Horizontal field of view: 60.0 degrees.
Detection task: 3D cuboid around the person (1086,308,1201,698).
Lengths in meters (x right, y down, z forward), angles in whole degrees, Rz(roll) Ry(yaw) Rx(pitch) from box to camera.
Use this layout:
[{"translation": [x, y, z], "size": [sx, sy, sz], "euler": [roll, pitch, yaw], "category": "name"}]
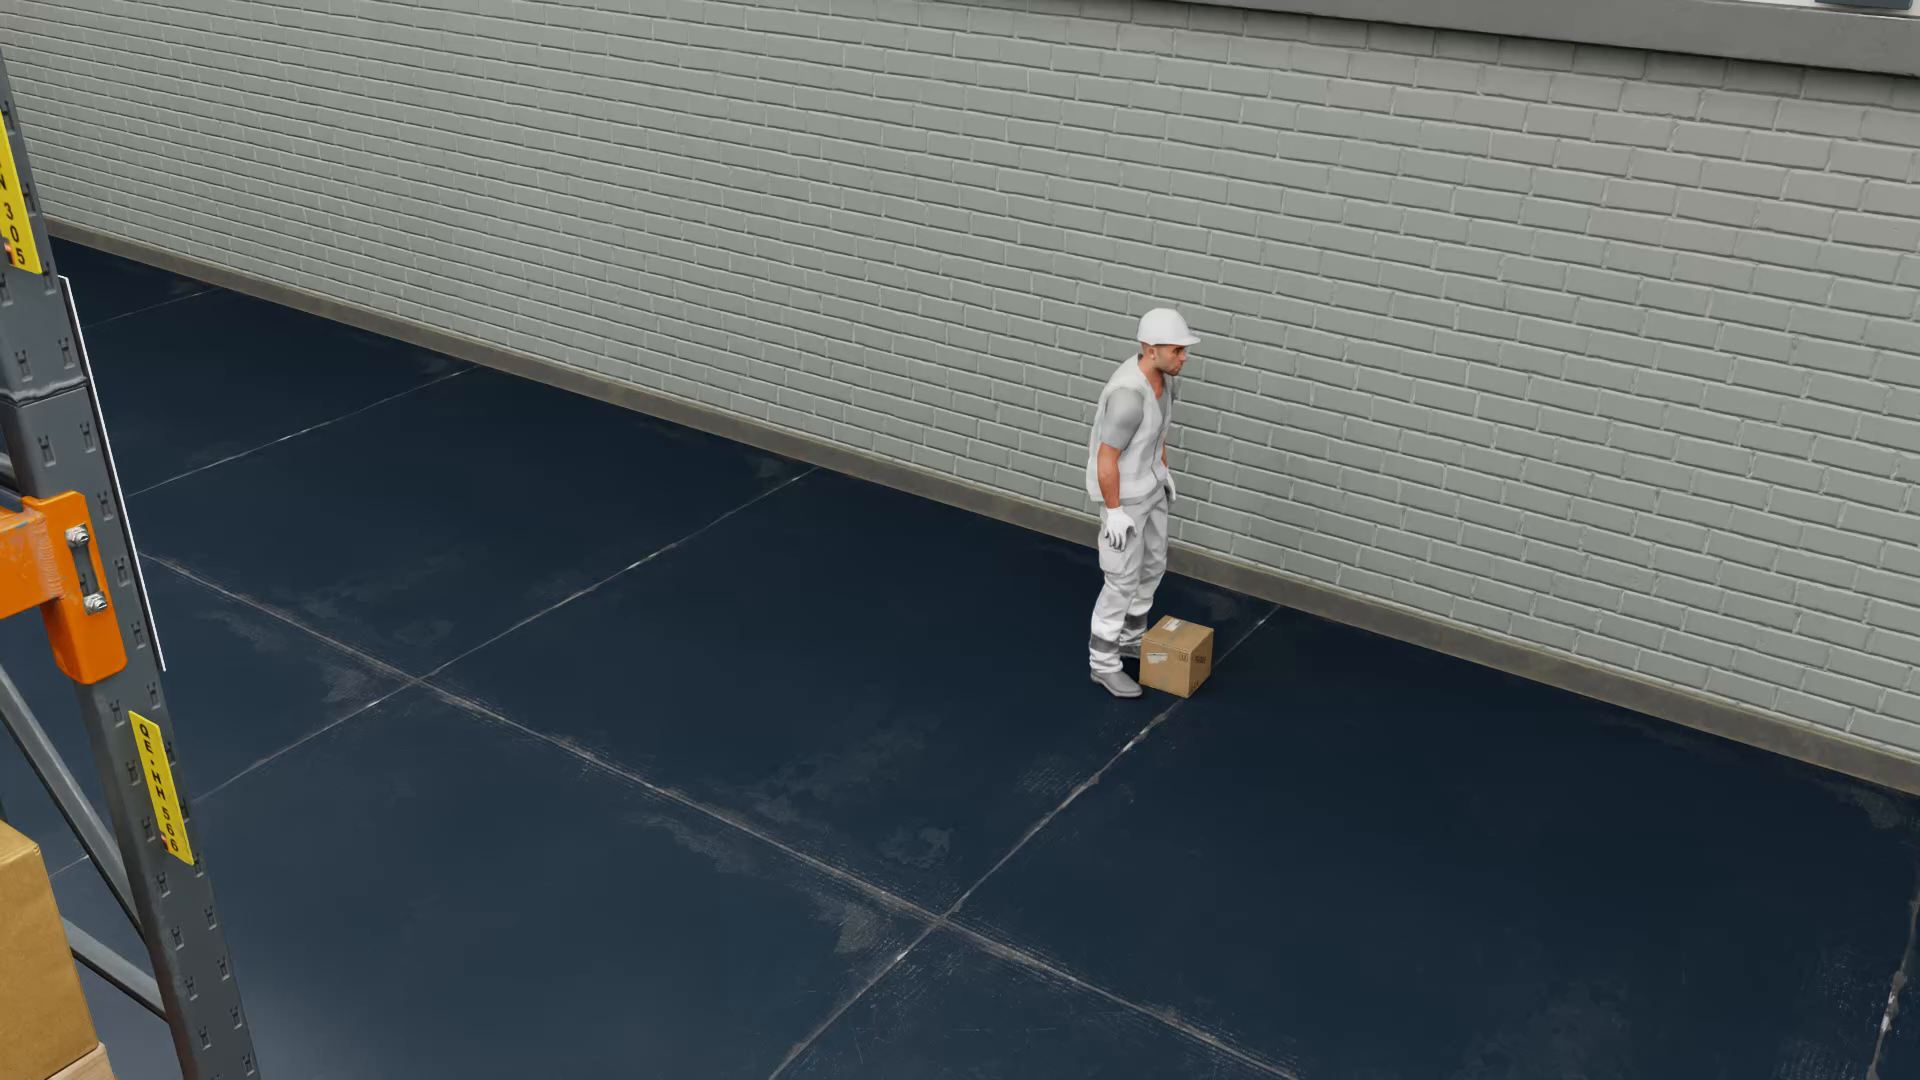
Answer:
[{"translation": [0.807, -0.192, 7.482], "size": [0.453, 1.778, 0.615], "euler": [15, 30, 27], "category": "person"}]
